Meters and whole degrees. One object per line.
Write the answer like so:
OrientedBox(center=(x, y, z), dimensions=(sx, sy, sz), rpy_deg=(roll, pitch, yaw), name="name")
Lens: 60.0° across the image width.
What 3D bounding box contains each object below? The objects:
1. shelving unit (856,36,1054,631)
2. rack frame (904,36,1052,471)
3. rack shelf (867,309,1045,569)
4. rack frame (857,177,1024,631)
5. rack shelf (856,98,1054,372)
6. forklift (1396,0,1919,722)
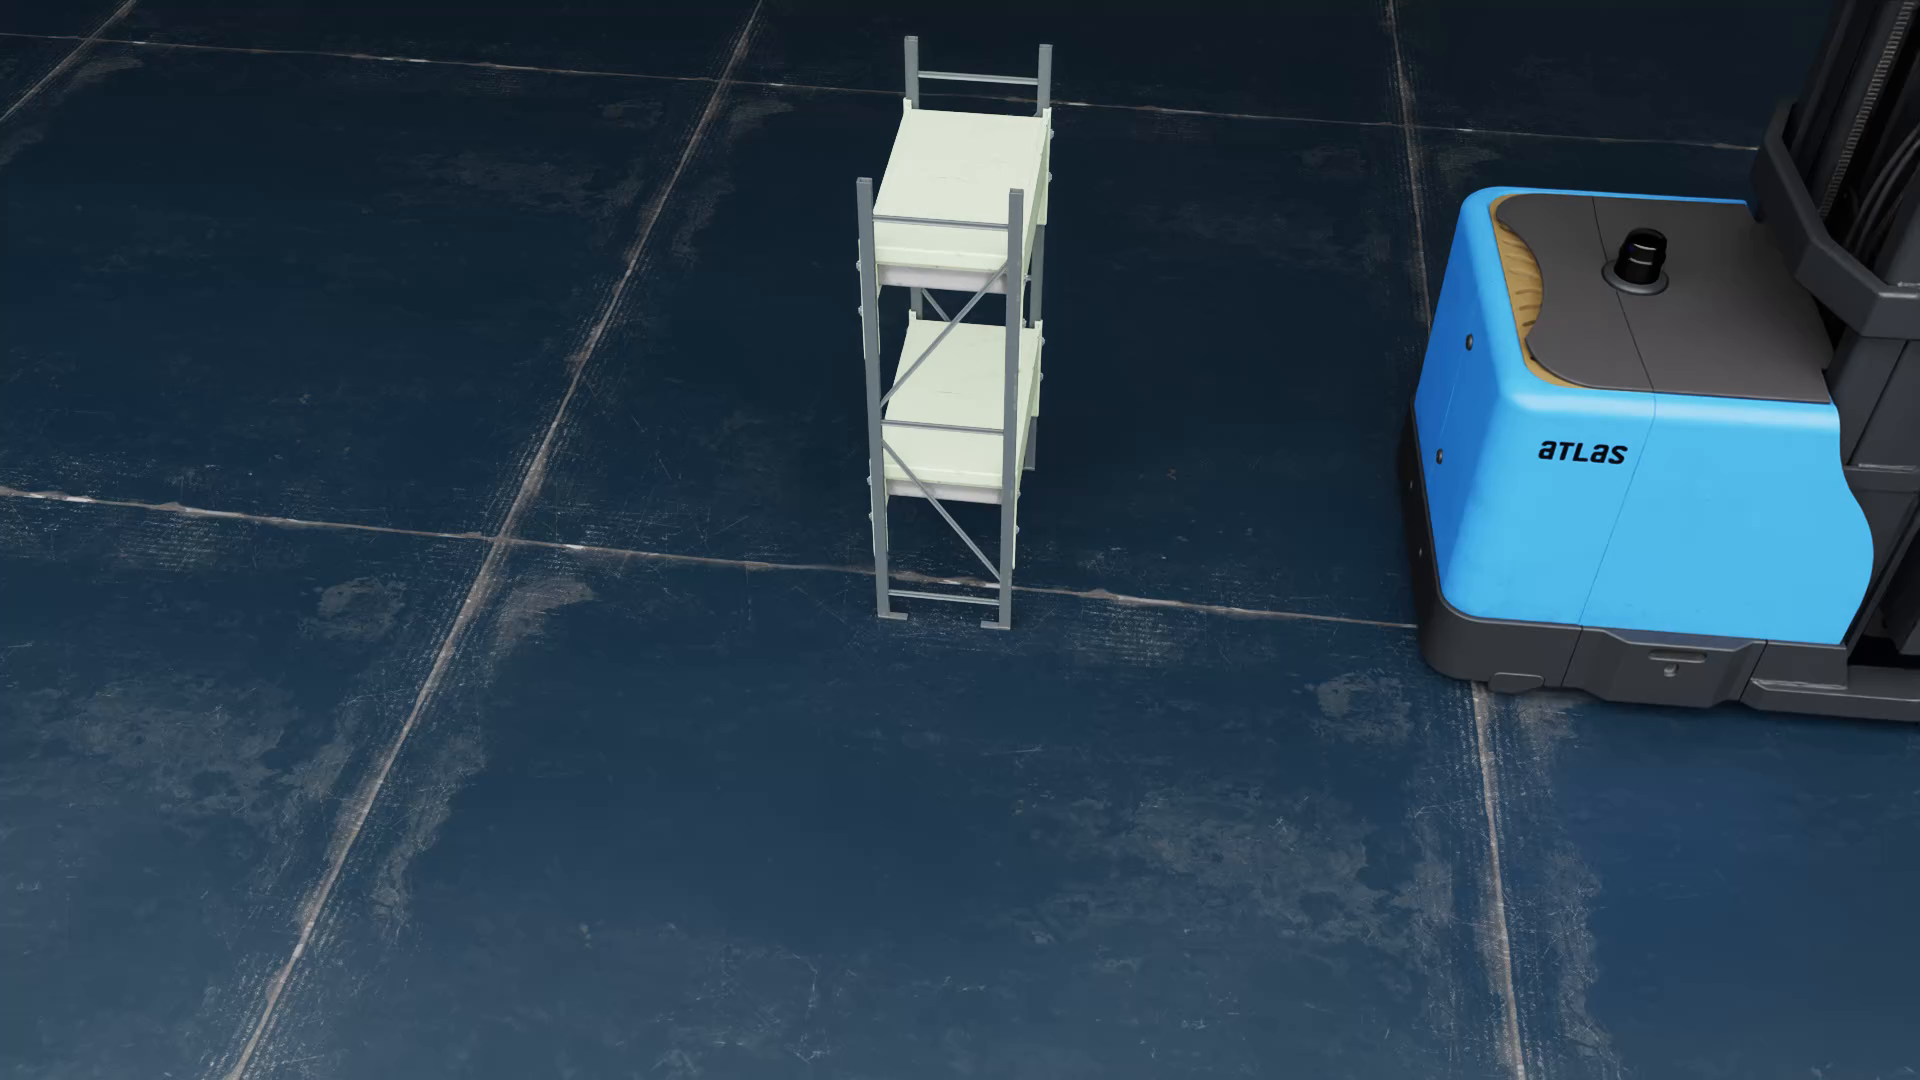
OrientedBox(center=(0.001, -0.549, 4.739), dimensions=(0.431, 1.500, 0.755), rpy_deg=(5, 44, 6), name="shelving unit")
OrientedBox(center=(0.049, -0.799, 5.003), dimensions=(0.400, 1.500, 0.023), rpy_deg=(5, 44, 6), name="rack frame")
OrientedBox(center=(0.001, -0.312, 4.963), dimensions=(0.431, 0.370, 0.720), rpy_deg=(5, 44, 6), name="rack shelf")
OrientedBox(center=(-0.048, -0.300, 4.476), dimensions=(0.400, 1.500, 0.023), rpy_deg=(5, 44, 6), name="rack frame")
OrientedBox(center=(0.001, -0.833, 4.471), dimensions=(0.431, 0.370, 0.720), rpy_deg=(5, 44, 6), name="rack shelf")
OrientedBox(center=(2.884, -0.871, 4.038), dimensions=(3.031, 2.935, 1.130), rpy_deg=(4, 44, 4), name="forklift")
